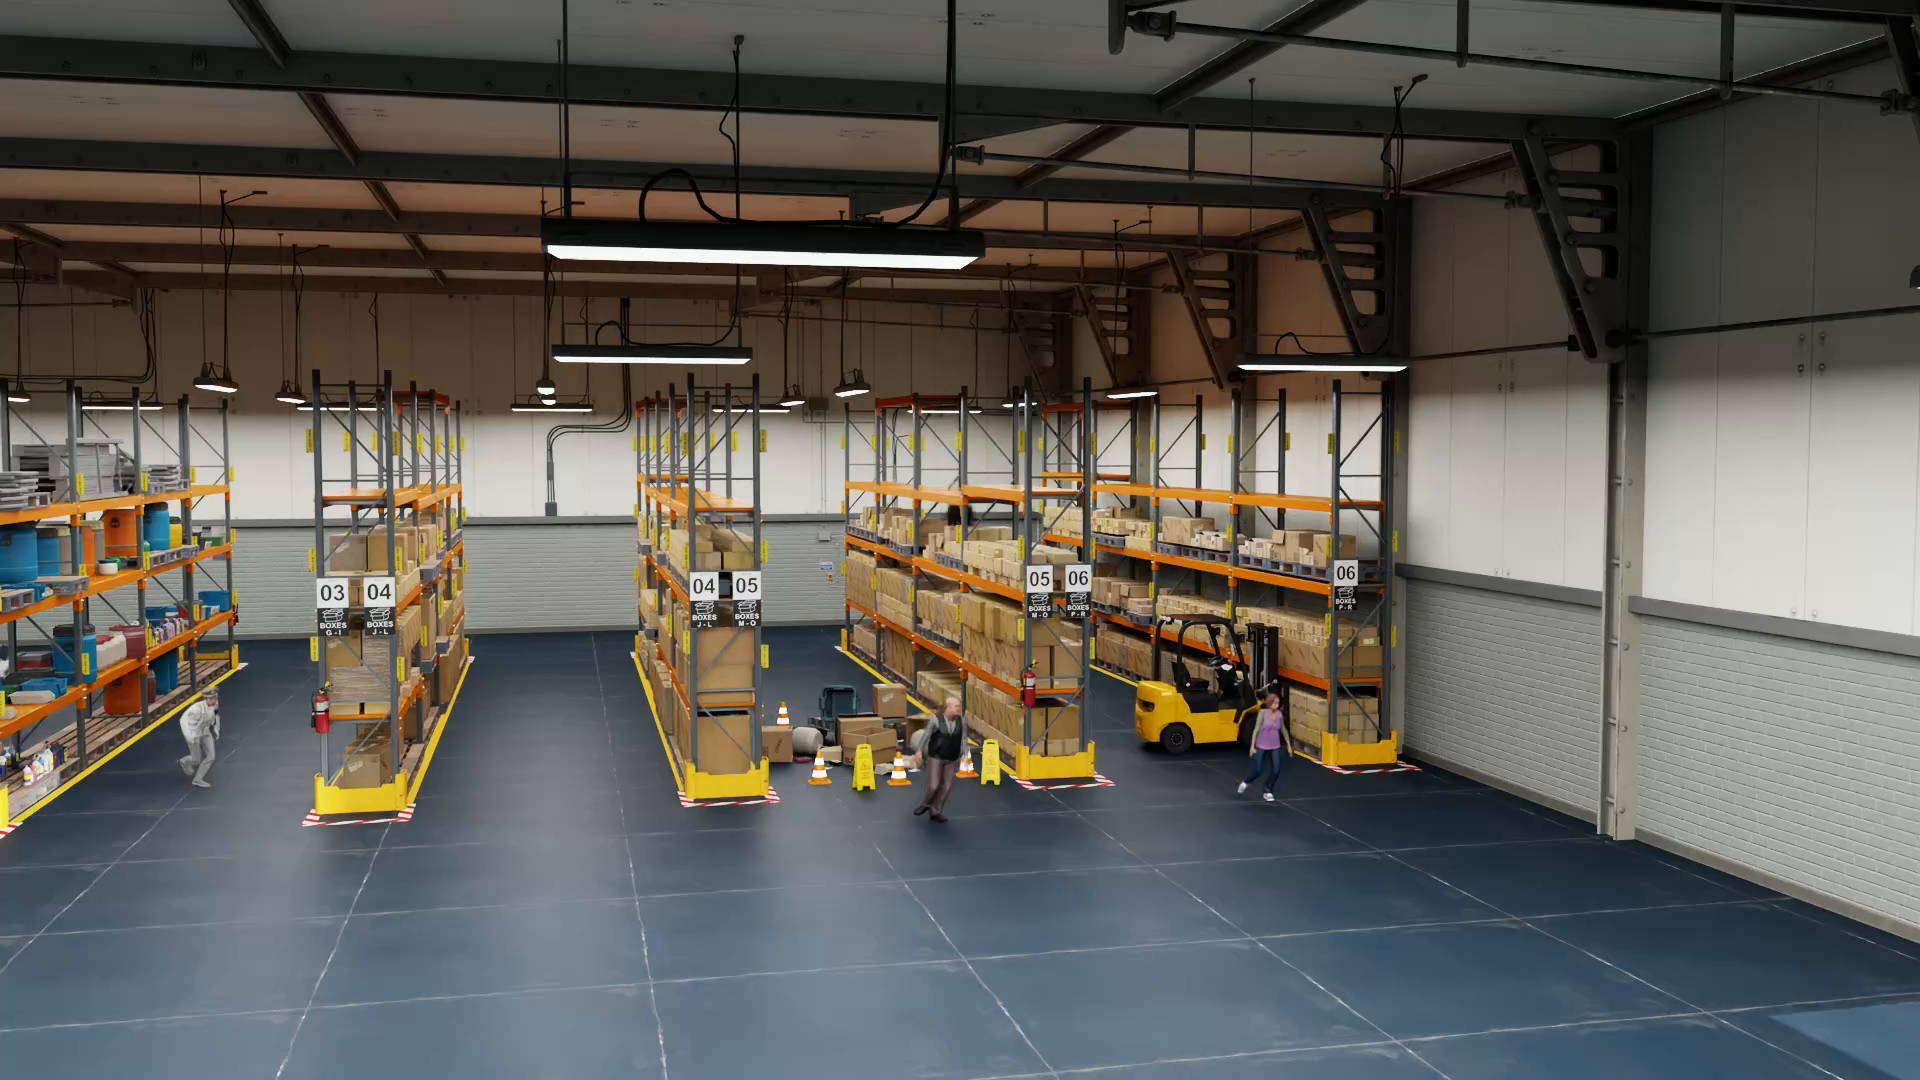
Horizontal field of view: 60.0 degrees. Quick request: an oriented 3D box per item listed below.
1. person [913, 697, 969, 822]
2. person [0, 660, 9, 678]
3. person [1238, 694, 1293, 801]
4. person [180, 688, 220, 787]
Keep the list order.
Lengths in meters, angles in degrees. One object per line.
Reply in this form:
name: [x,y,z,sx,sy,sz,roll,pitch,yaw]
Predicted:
person: [-0.244,2.896,22.009,0.692,1.686,0.538,-1,4,-23]
person: [-15.916,2.578,27.360,0.697,1.713,0.766,-1,4,-20]
person: [4.272,2.891,23.329,0.631,1.526,0.607,-1,3,-12]
person: [-11.160,2.879,24.316,0.952,1.470,0.625,2,4,34]
